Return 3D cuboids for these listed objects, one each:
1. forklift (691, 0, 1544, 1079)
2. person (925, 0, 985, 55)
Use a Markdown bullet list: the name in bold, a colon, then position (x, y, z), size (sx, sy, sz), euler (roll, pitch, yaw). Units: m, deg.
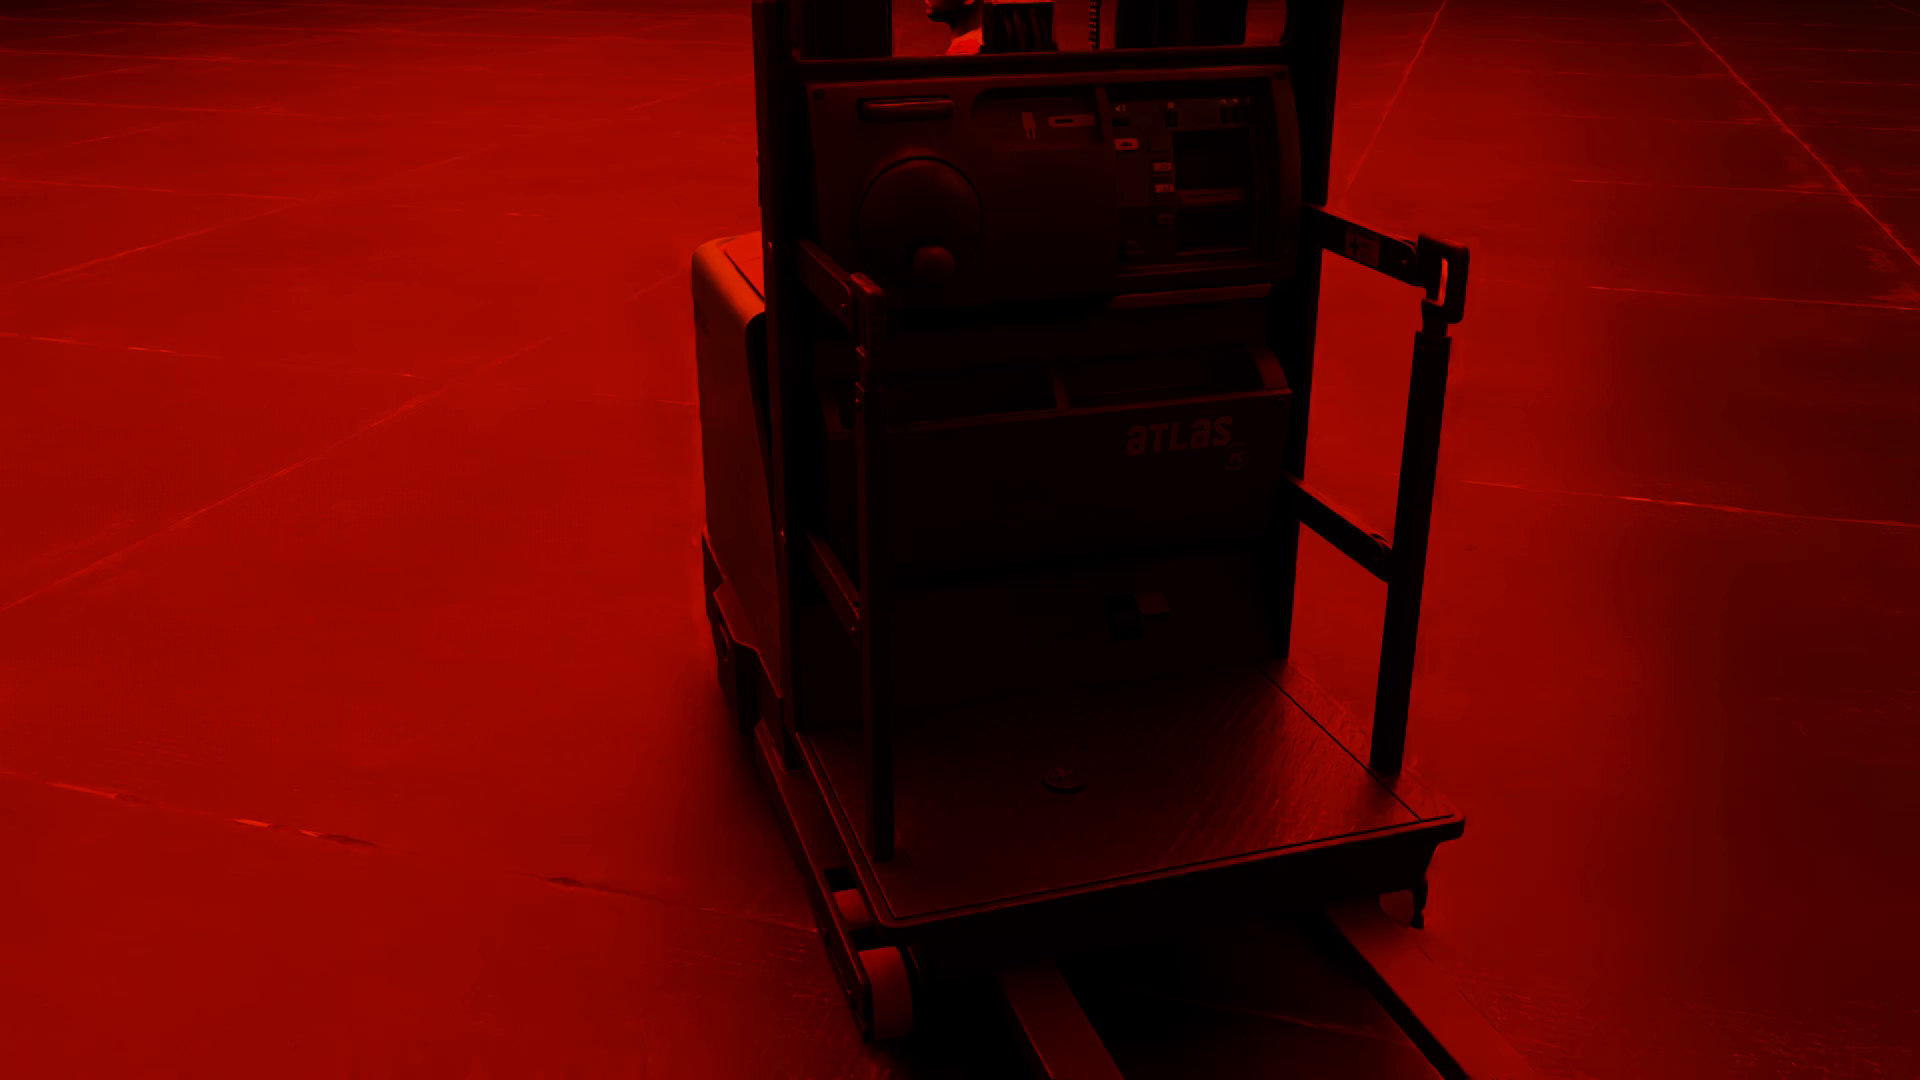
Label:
- **forklift**: position (0.252, -0.635, 2.817), size (1.130, 2.935, 3.031), euler (-7, 23, -16)
- **person**: position (-0.072, -0.848, 4.809), size (0.564, 1.787, 0.637), euler (7, 23, 16)
